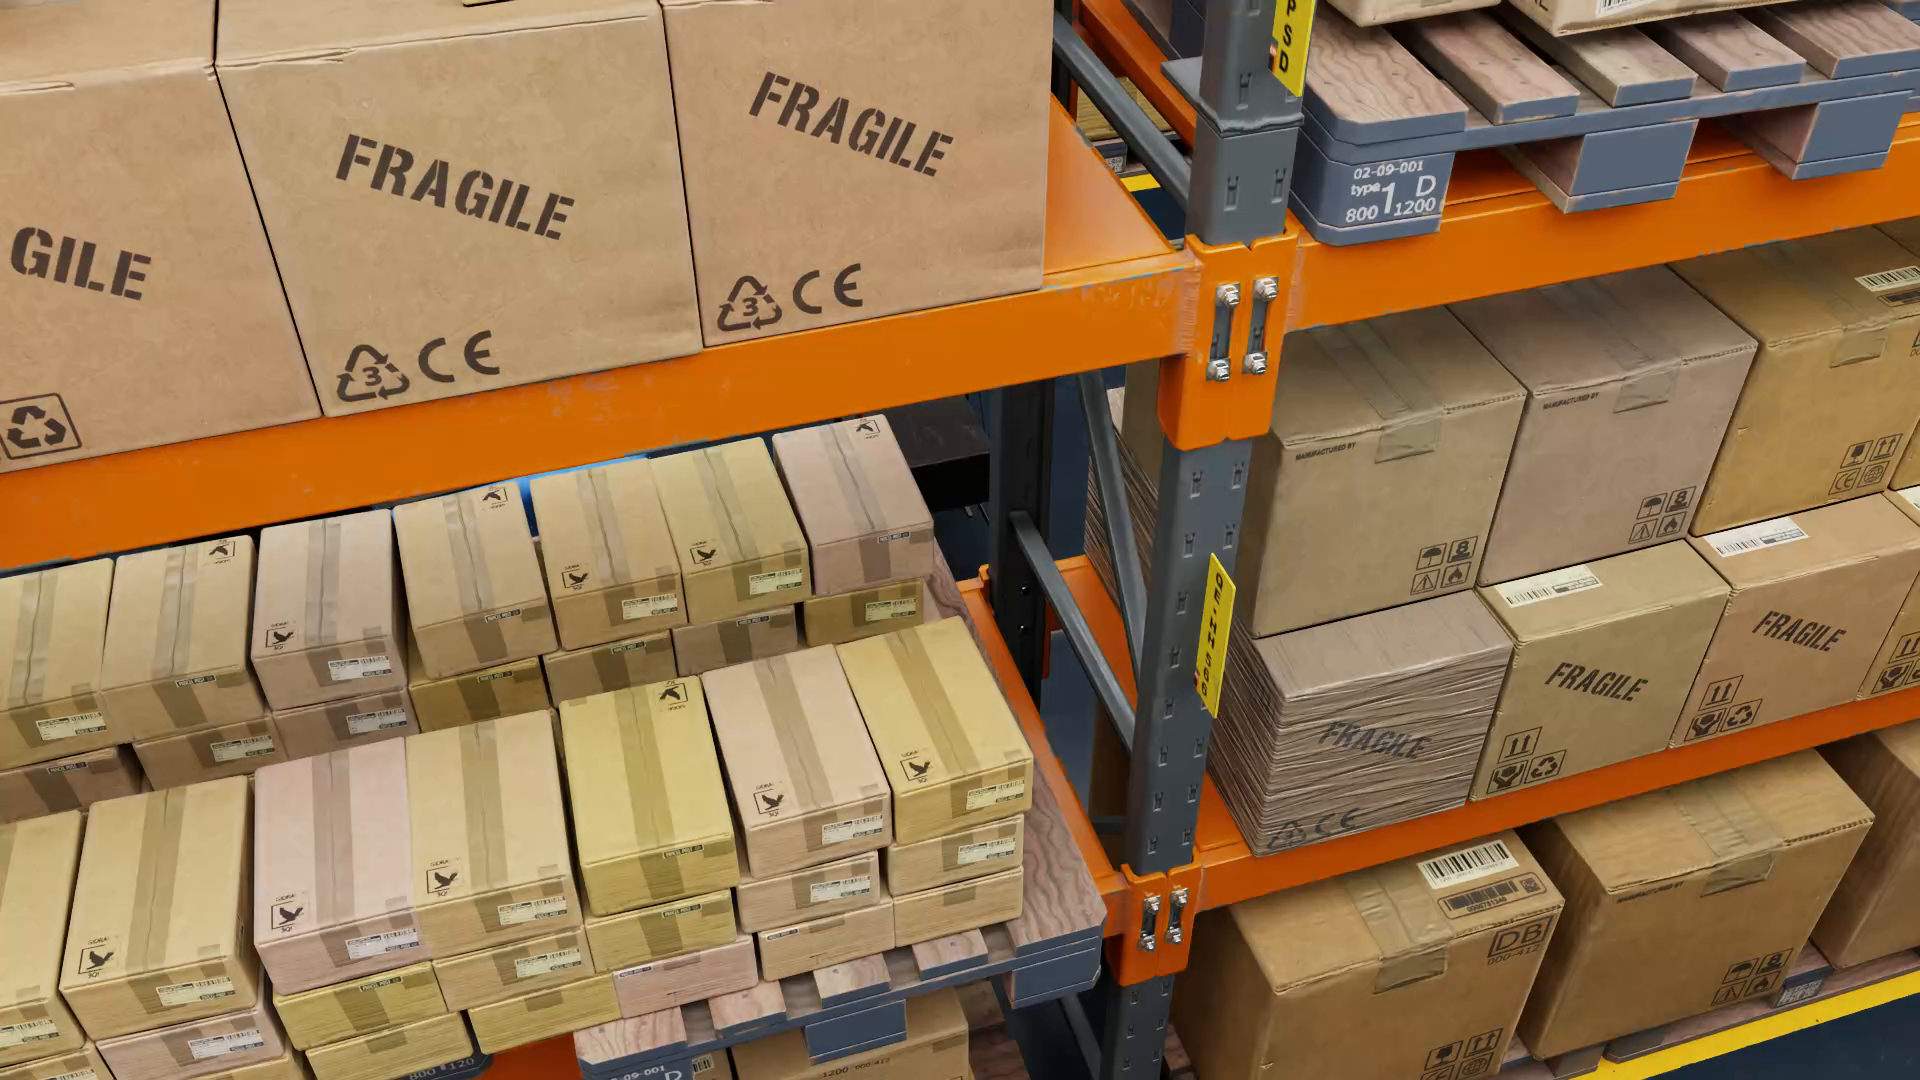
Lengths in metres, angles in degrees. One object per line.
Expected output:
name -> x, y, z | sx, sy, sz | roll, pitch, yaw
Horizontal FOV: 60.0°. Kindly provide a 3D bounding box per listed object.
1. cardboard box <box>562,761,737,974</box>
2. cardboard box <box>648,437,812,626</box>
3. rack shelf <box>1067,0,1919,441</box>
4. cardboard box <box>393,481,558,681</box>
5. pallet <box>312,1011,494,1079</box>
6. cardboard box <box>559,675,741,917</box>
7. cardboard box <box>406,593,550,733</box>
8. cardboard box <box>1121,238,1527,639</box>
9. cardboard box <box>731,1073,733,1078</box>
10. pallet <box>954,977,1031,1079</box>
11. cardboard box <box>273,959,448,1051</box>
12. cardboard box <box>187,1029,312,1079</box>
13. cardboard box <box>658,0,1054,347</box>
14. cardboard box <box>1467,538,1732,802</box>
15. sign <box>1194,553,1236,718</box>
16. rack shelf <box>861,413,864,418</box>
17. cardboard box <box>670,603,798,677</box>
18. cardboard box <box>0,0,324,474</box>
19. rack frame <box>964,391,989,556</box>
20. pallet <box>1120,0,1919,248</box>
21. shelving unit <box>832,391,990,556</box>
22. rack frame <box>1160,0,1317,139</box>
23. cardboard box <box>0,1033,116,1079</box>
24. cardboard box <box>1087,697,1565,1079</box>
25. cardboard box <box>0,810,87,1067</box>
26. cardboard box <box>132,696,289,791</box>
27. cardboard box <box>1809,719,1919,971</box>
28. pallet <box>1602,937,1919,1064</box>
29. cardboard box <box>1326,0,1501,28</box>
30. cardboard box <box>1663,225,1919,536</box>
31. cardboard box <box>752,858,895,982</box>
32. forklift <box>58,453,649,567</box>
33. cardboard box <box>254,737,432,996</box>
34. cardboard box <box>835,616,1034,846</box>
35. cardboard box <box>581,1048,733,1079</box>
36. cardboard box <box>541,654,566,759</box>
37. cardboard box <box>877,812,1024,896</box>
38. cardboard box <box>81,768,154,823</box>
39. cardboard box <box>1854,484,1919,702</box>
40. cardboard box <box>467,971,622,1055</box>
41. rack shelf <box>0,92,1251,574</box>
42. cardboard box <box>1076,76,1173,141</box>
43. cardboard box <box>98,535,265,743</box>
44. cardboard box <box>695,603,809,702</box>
cardboard box -> -0.562, 0.555, 2.980 | 0.250, 0.149, 0.380 | -11, 42, -12
cardboard box -> -0.477, -0.023, 3.416 | 0.250, 0.149, 0.380 | -13, 43, -14
rack shelf -> 2.185, -1.014, 3.398 | 4.000, 0.370, 1.077 | -12, 42, -13
cardboard box -> -0.965, 0.074, 3.305 | 0.250, 0.149, 0.380 | -13, 43, -15
pallet -> -1.599, 0.729, 3.282 | 1.213, 0.211, 1.003 | -12, 42, -13
cardboard box -> -0.543, 0.437, 2.890 | 0.250, 0.149, 0.380 | -10, 42, -12
cardboard box -> -0.996, 0.194, 3.394 | 0.250, 0.149, 0.380 | -12, 42, -13
cardboard box -> 0.708, -0.257, 3.428 | 0.500, 0.500, 0.700 | -12, 43, -13
cardboard box -> -0.768, 1.417, 3.928 | 0.500, 0.500, 0.500 | -10, 42, -11
pallet -> -0.469, 1.443, 4.437 | 1.213, 0.211, 1.003 | -12, 42, -13
cardboard box -> -1.038, 0.652, 2.870 | 0.250, 0.149, 0.380 | -12, 43, -13
cardboard box -> -1.280, 0.812, 2.912 | 0.250, 0.149, 0.380 | -10, 42, -12
cardboard box -> -0.191, -0.655, 2.364 | 0.500, 0.500, 0.500 | -12, 42, -13
cardboard box -> 1.271, 0.181, 3.687 | 0.500, 0.500, 0.500 | -12, 43, -13
sign -> 0.449, 0.172, 2.953 | 0.005, 0.325, 0.100 | -12, 42, -13
rack shelf -> -0.158, -0.748, 5.531 | 0.480, 0.518, 0.431 | -12, 42, -13
cardboard box -> -0.502, 0.089, 3.514 | 0.250, 0.149, 0.380 | -10, 42, -11
cardboard box -> -1.142, -0.452, 2.132 | 0.500, 0.500, 0.500 | -12, 42, -13
rack frame -> 0.075, -0.806, 5.577 | 0.015, 2.100, 0.400 | -12, 42, -13
pallet -> 0.875, -0.979, 2.955 | 1.003, 0.211, 1.213 | -10, 42, -11
shelving unit -> -0.158, -0.758, 5.522 | 0.503, 2.100, 0.431 | -12, 42, -13
rack frame -> 0.277, -2.019, 1.722 | 0.127, 3.000, 1.000 | -12, 42, -13
cardboard box -> -1.533, 0.755, 2.751 | 0.250, 0.149, 0.380 | -13, 43, -14
cardboard box -> 0.885, 0.865, 4.371 | 0.750, 0.750, 1.050 | -12, 43, -14
cardboard box -> -1.535, 0.642, 2.655 | 0.250, 0.149, 0.380 | -10, 42, -12
cardboard box -> -1.472, 0.289, 3.285 | 0.250, 0.149, 0.380 | -12, 43, -13
cardboard box -> 2.606, 0.506, 4.782 | 0.750, 0.750, 1.050 | -12, 42, -13
pallet -> 2.213, 0.943, 5.011 | 1.213, 0.211, 1.003 | -12, 42, -13
cardboard box -> 0.644, -0.957, 2.581 | 0.250, 0.149, 0.380 | -13, 43, -15
cardboard box -> 1.679, -0.460, 3.661 | 0.500, 0.500, 0.700 | -12, 43, -14
cardboard box -> -0.293, 0.610, 3.144 | 0.250, 0.149, 0.380 | -12, 43, -13
forklift -> -2.484, -0.455, 4.544 | 3.031, 2.935, 1.130 | -16, 44, -18
cardboard box -> -1.028, 0.536, 2.776 | 0.250, 0.149, 0.380 | -12, 42, -13
cardboard box -> -0.053, 0.337, 3.004 | 0.250, 0.149, 0.380 | -13, 43, -15
cardboard box -> -0.775, 1.147, 3.668 | 0.500, 0.250, 0.500 | -11, 42, -12
cardboard box -> -0.980, 0.299, 3.500 | 0.250, 0.149, 0.380 | -10, 42, -11
cardboard box -> -0.057, 0.448, 3.103 | 0.250, 0.149, 0.380 | -11, 42, -12
cardboard box -> -1.723, 0.452, 3.325 | 0.250, 0.149, 0.380 | -13, 43, -14
cardboard box -> 2.228, -0.016, 3.912 | 0.500, 0.500, 0.500 | -12, 43, -14
cardboard box -> -0.777, 0.708, 3.031 | 0.250, 0.149, 0.380 | -12, 43, -14
rack shelf -> -1.630, -0.224, 2.493 | 4.000, 0.370, 1.077 | -12, 42, -13
cardboard box -> 0.662, -2.418, 8.416 | 0.625, 0.372, 0.950 | -10, 42, -12
cardboard box -> -1.475, 0.183, 3.181 | 0.250, 0.149, 0.380 | -10, 42, -12
cardboard box -> -0.466, 0.191, 3.623 | 0.250, 0.149, 0.380 | -10, 42, -11
